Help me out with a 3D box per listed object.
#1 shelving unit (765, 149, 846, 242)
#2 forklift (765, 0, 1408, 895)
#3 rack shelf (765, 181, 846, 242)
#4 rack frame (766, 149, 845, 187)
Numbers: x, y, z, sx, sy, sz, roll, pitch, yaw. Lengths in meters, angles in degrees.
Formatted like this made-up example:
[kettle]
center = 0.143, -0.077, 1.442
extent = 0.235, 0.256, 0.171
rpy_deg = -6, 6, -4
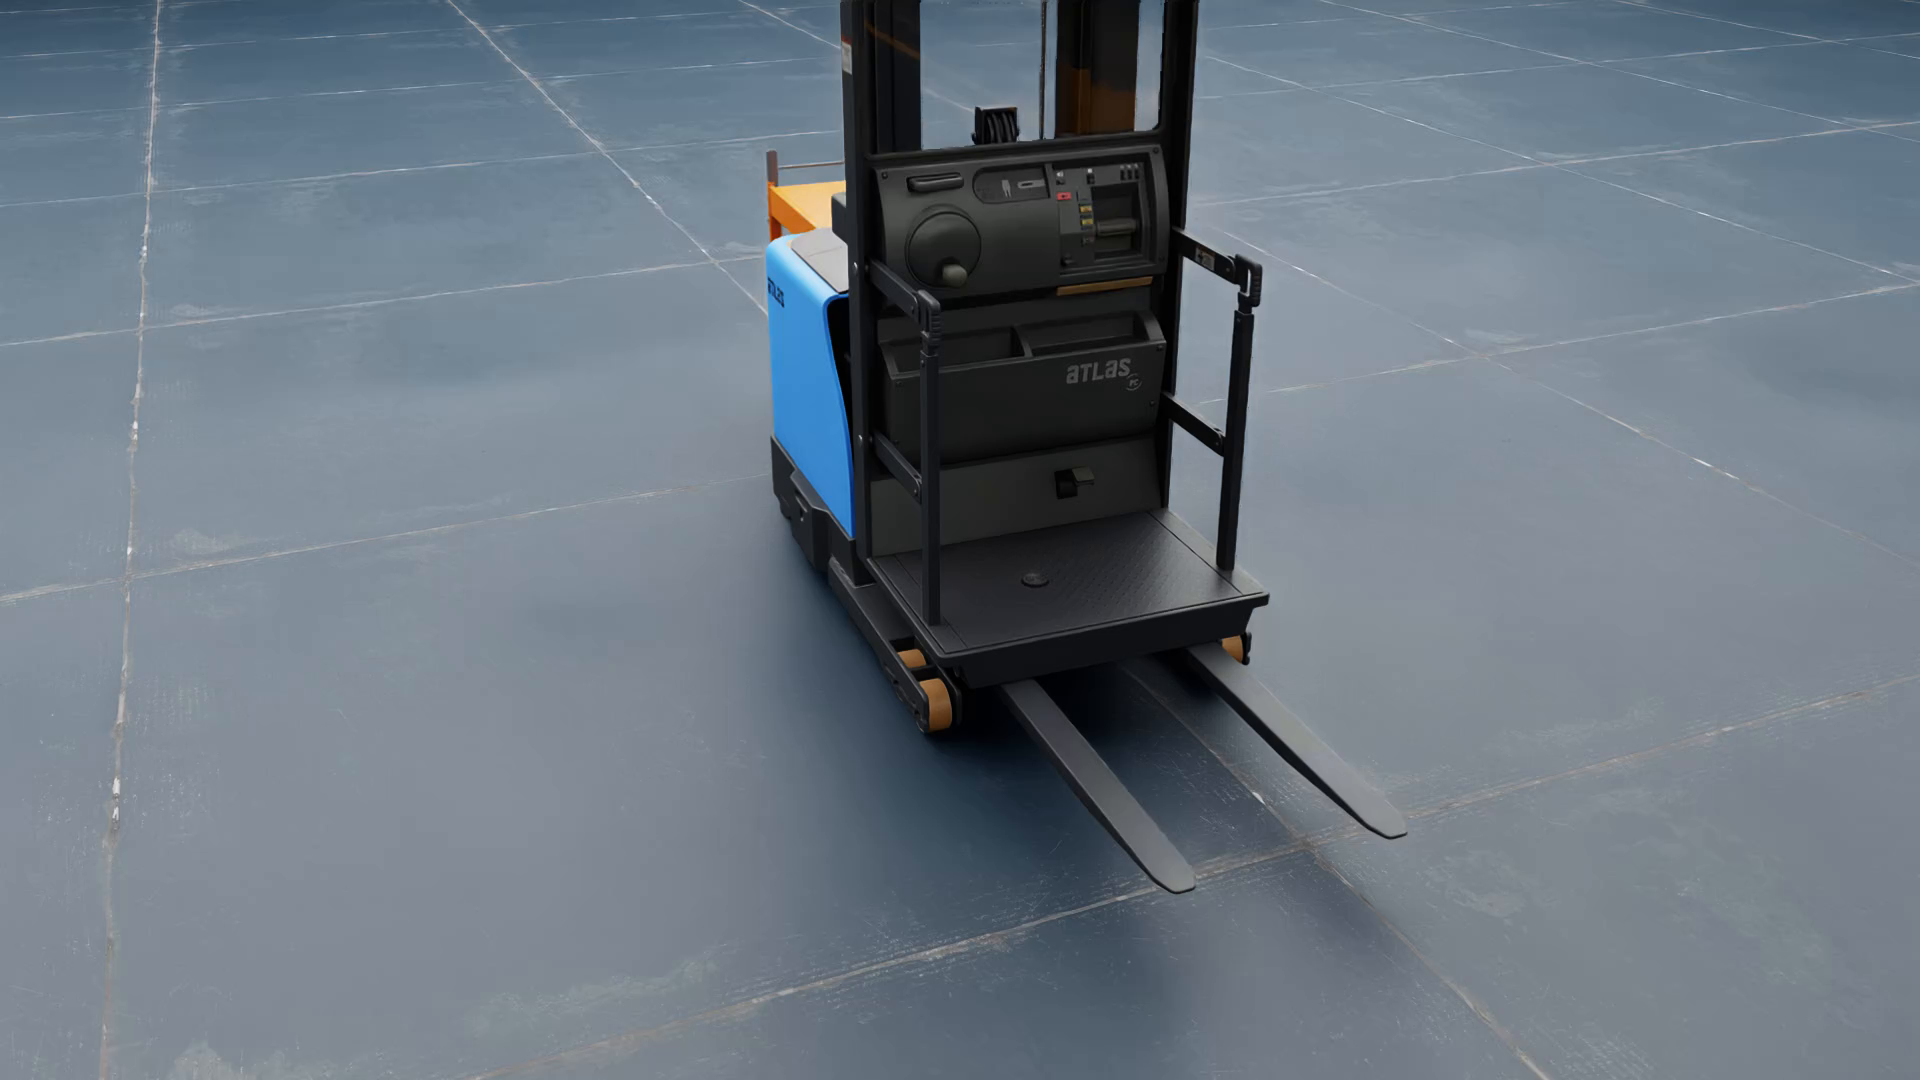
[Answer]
[shelving unit]
center = -0.407, -0.983, 6.980
extent = 0.538, 1.125, 1.048
rpy_deg = -10, 28, -19
[forklift]
center = 0.279, -0.939, 4.832
extent = 1.130, 2.935, 3.031
rpy_deg = -10, 28, -19
[rack shelf]
center = -0.407, -1.246, 6.852
extent = 0.538, 0.278, 1.000
rpy_deg = -10, 28, -19
[rack frame]
center = -0.591, -1.191, 7.406
extent = 0.500, 1.125, 0.032
rpy_deg = -10, 28, -19
